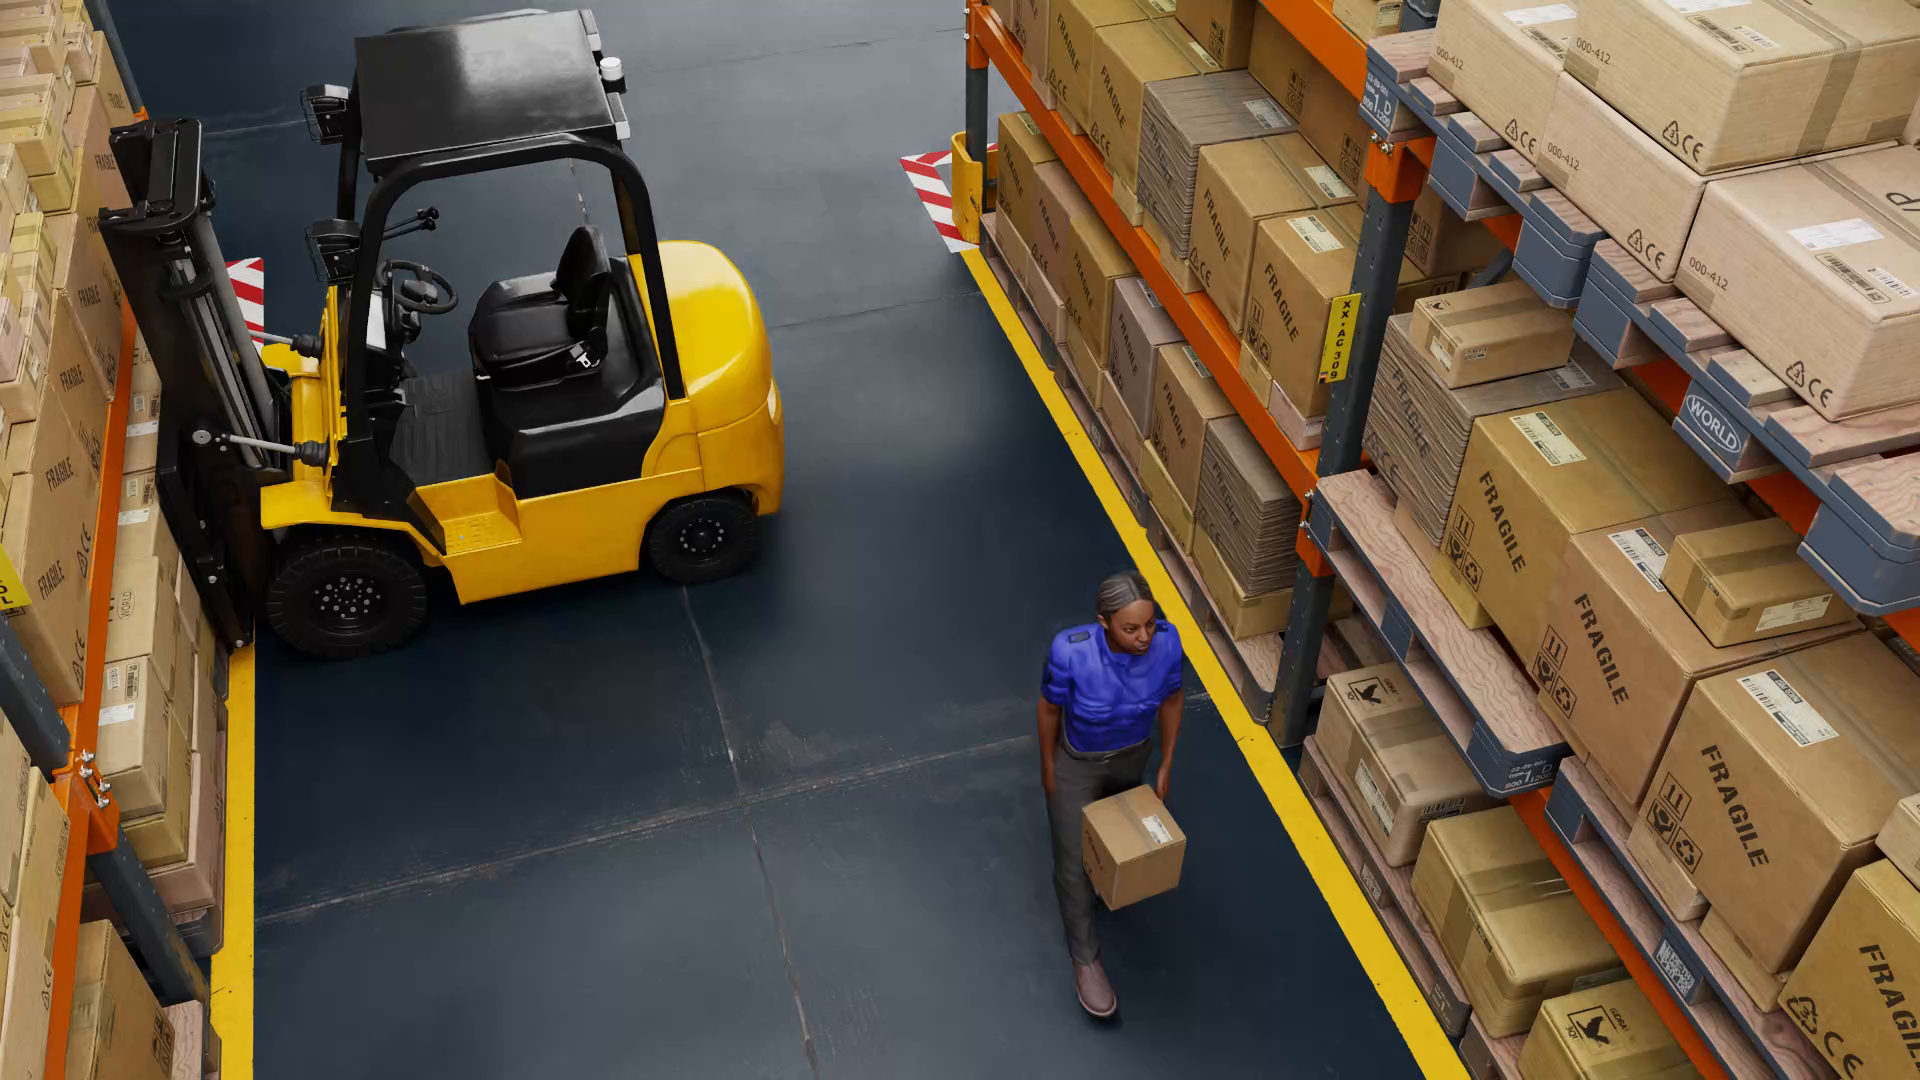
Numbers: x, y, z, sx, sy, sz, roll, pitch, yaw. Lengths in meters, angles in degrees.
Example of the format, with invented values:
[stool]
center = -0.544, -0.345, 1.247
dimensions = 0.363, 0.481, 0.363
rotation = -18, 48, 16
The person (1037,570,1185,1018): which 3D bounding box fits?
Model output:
[person]
center = 0.506, 0.749, 5.339
dimensions = 0.472, 1.635, 0.788
rotation = -13, 44, -13
